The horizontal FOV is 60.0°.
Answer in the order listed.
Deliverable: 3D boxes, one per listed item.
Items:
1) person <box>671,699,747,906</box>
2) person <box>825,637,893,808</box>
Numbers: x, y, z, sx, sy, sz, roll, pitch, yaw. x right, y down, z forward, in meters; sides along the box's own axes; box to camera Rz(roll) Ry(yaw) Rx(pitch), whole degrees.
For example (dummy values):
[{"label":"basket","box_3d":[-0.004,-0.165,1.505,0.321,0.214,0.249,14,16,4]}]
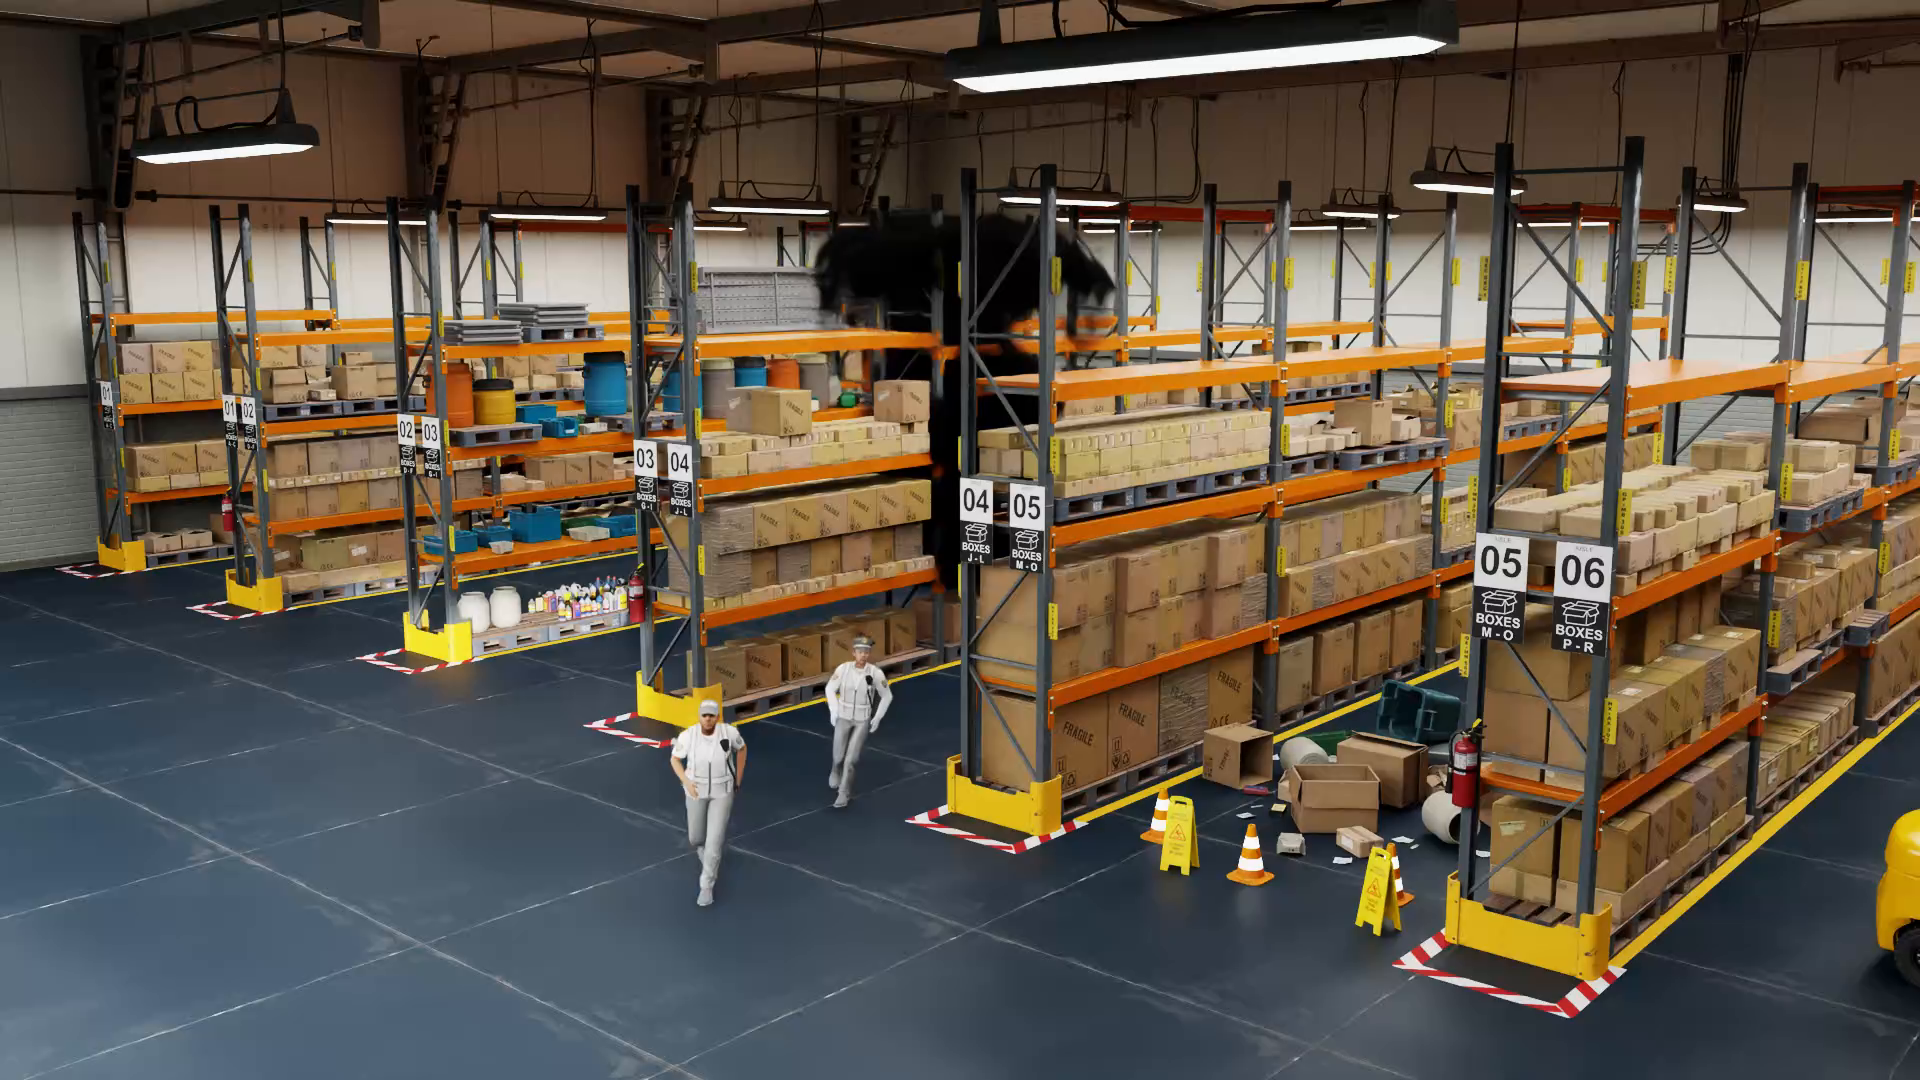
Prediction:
[{"label":"person","box_3d":[-2.077,2.102,13.814,0.630,1.660,0.859,-1,10,-7]},{"label":"person","box_3d":[-0.973,1.715,16.067,0.653,1.647,0.559,0,9,1]}]
